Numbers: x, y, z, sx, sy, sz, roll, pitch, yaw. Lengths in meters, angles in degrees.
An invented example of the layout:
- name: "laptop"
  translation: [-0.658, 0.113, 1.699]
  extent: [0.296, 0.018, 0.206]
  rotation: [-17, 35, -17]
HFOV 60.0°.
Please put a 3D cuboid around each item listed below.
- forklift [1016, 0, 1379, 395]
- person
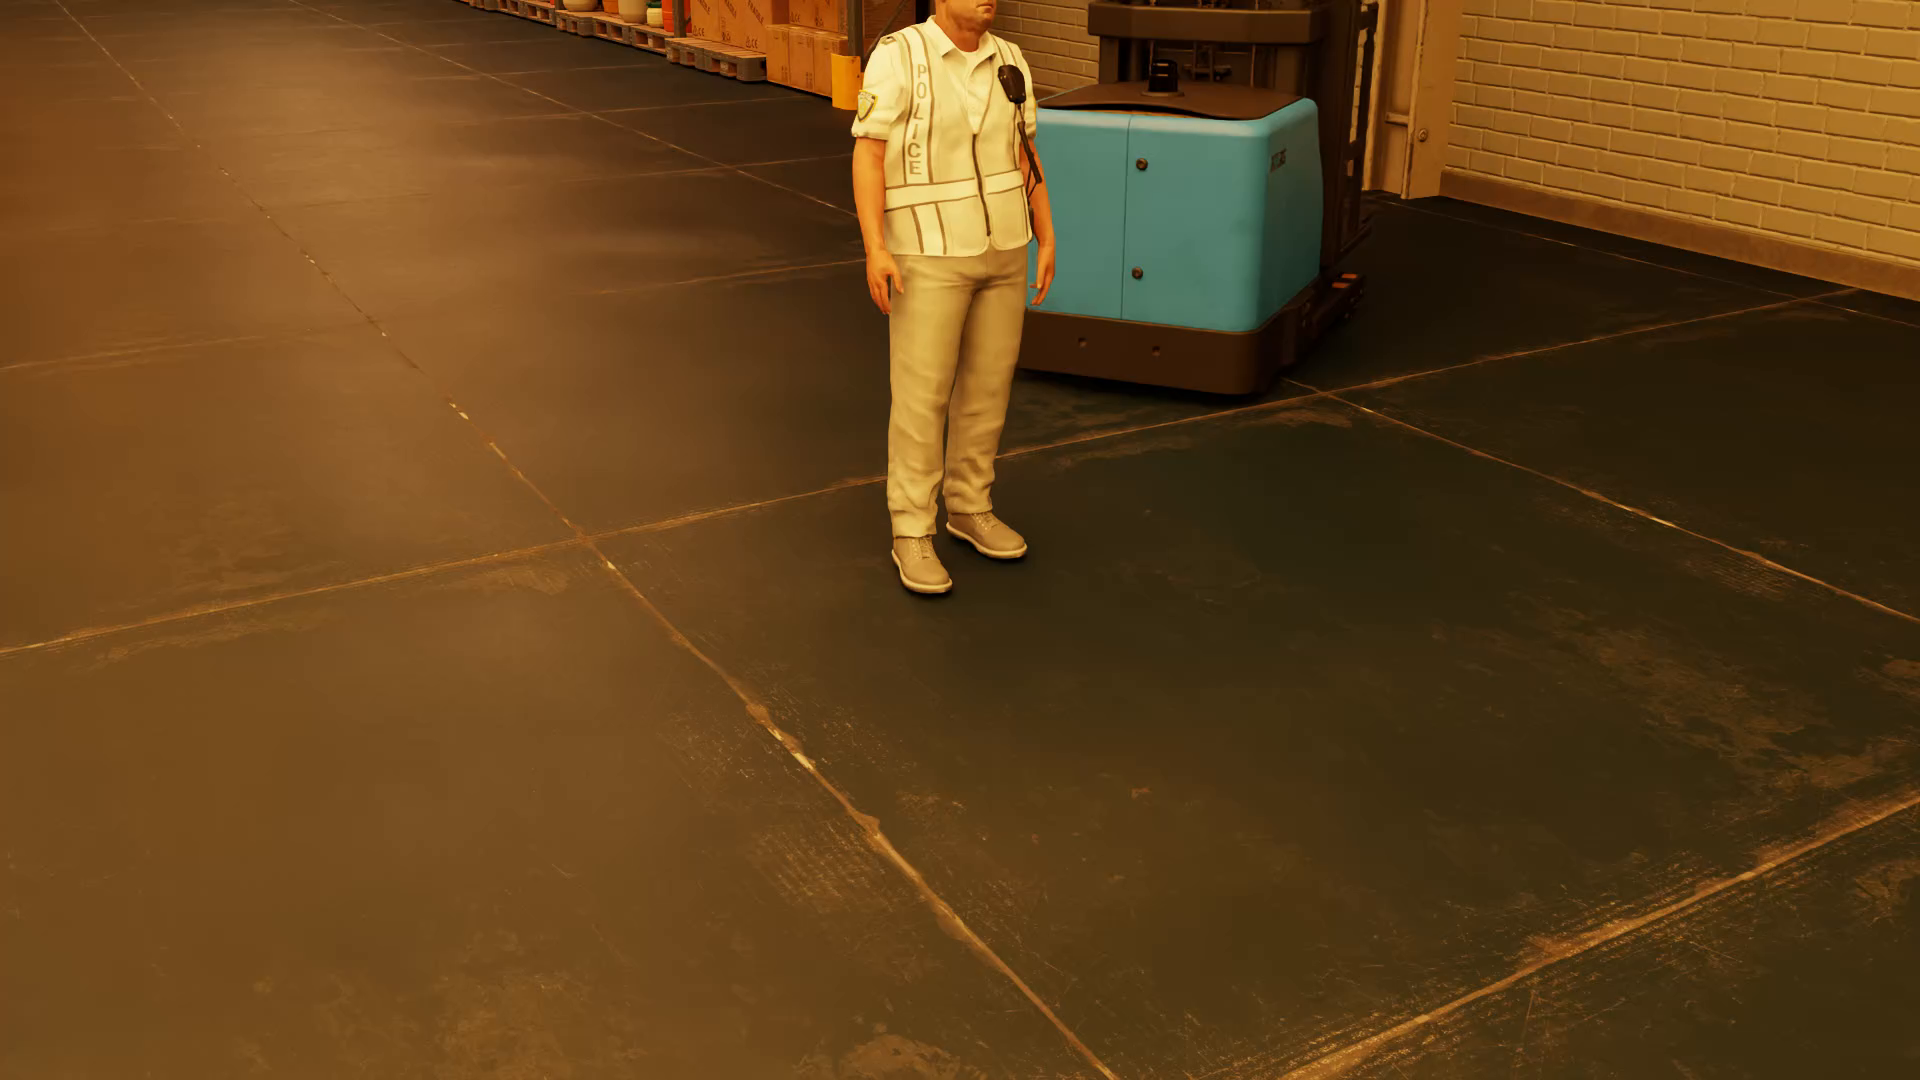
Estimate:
- name: "forklift"
  translation: [1.246, -2.429, 7.193]
  extent: [1.130, 2.935, 3.031]
  rotation: [10, 24, 23]
- name: "person"
  translation: [0.030, -0.804, 4.725]
  extent: [0.641, 1.781, 0.574]
  rotation: [-12, 25, -28]
